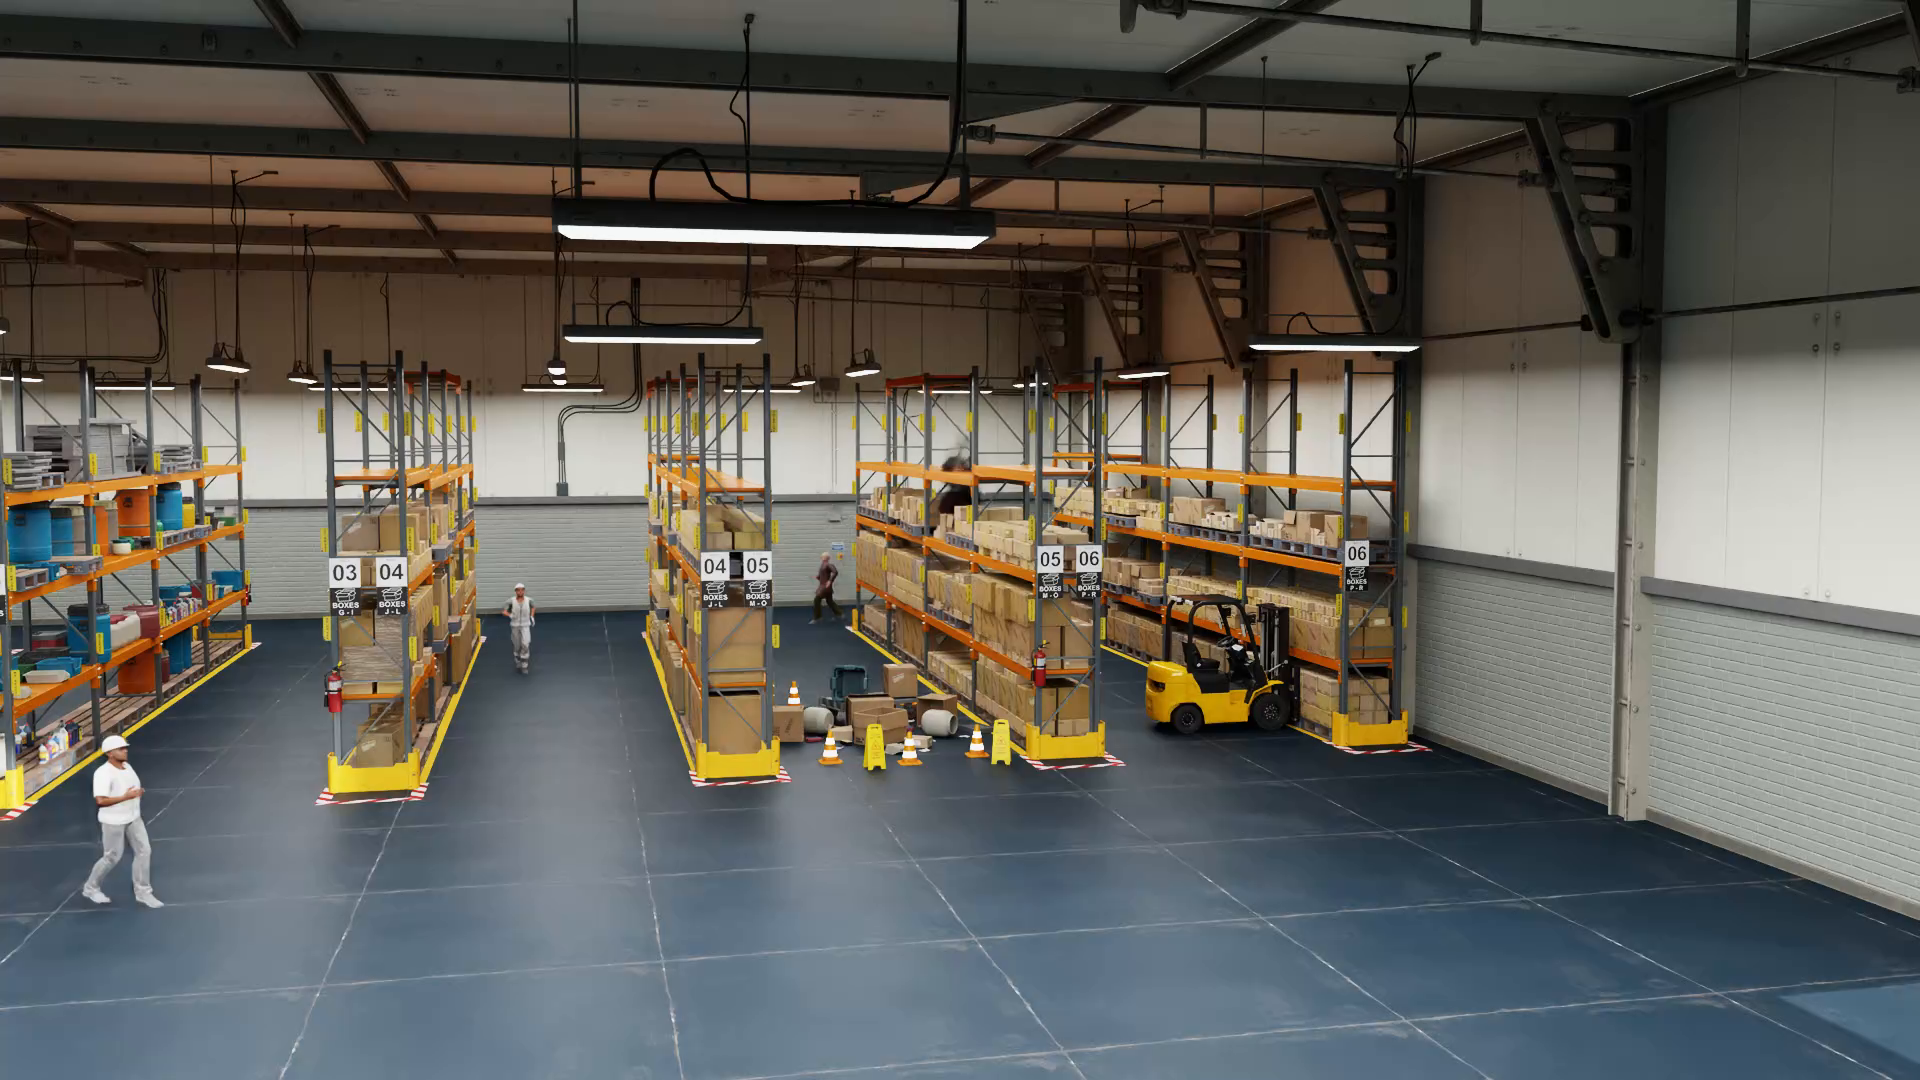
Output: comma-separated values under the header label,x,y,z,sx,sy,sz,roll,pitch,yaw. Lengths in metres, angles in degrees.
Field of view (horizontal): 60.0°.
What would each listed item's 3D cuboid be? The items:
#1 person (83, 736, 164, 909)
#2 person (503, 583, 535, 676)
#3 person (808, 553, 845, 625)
label,x,y,z,sx,sy,sz,roll,pitch,yaw
person,-8.653,2.911,17.126,0.802,1.809,0.684,1,4,9
person,-8.875,1.774,33.489,0.643,1.816,0.877,-1,4,-16
person,-3.339,1.216,41.579,0.922,1.813,0.731,0,4,-5
